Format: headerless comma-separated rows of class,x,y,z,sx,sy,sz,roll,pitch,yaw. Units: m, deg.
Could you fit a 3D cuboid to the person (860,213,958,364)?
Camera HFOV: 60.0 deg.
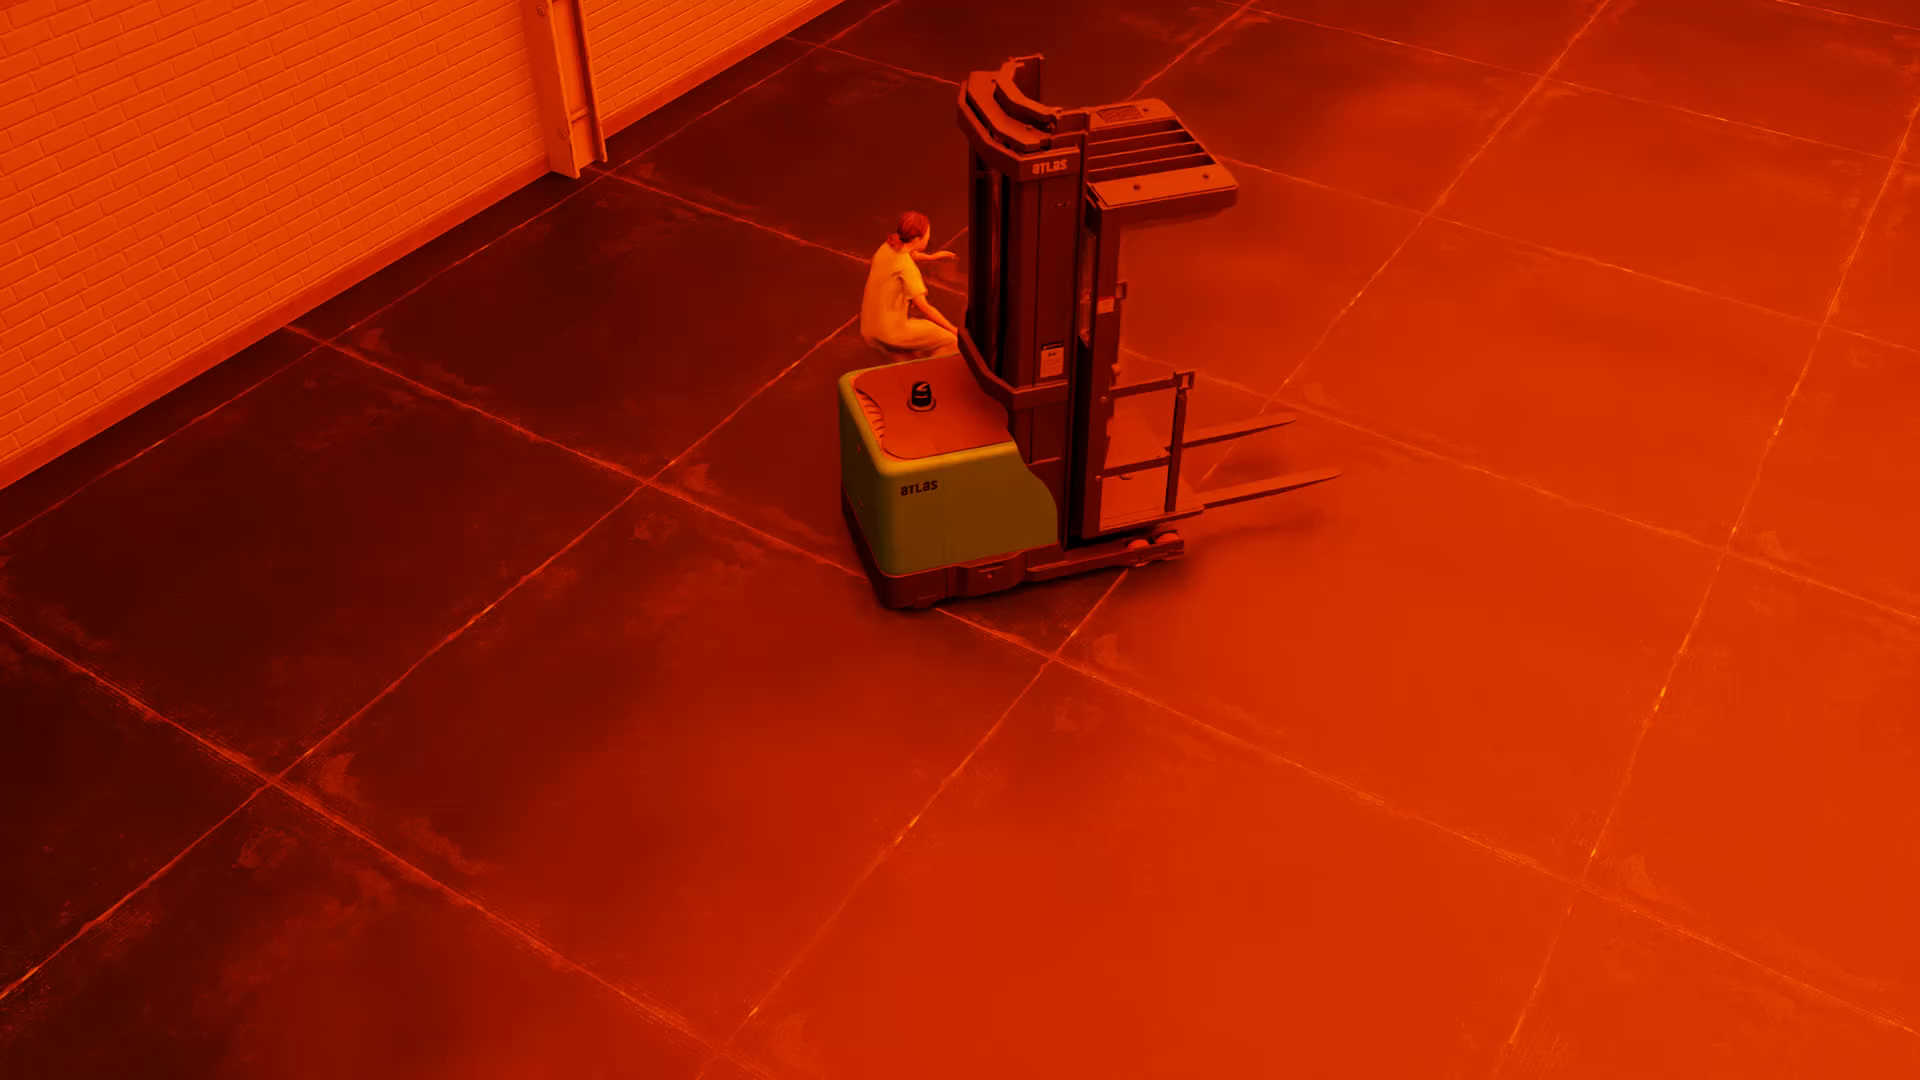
person,-0.234,-1.425,10.811,0.815,1.435,0.870,-33,50,-33

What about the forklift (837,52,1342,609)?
forklift,0.843,-1.272,9.468,3.031,2.935,1.130,-12,42,-13
